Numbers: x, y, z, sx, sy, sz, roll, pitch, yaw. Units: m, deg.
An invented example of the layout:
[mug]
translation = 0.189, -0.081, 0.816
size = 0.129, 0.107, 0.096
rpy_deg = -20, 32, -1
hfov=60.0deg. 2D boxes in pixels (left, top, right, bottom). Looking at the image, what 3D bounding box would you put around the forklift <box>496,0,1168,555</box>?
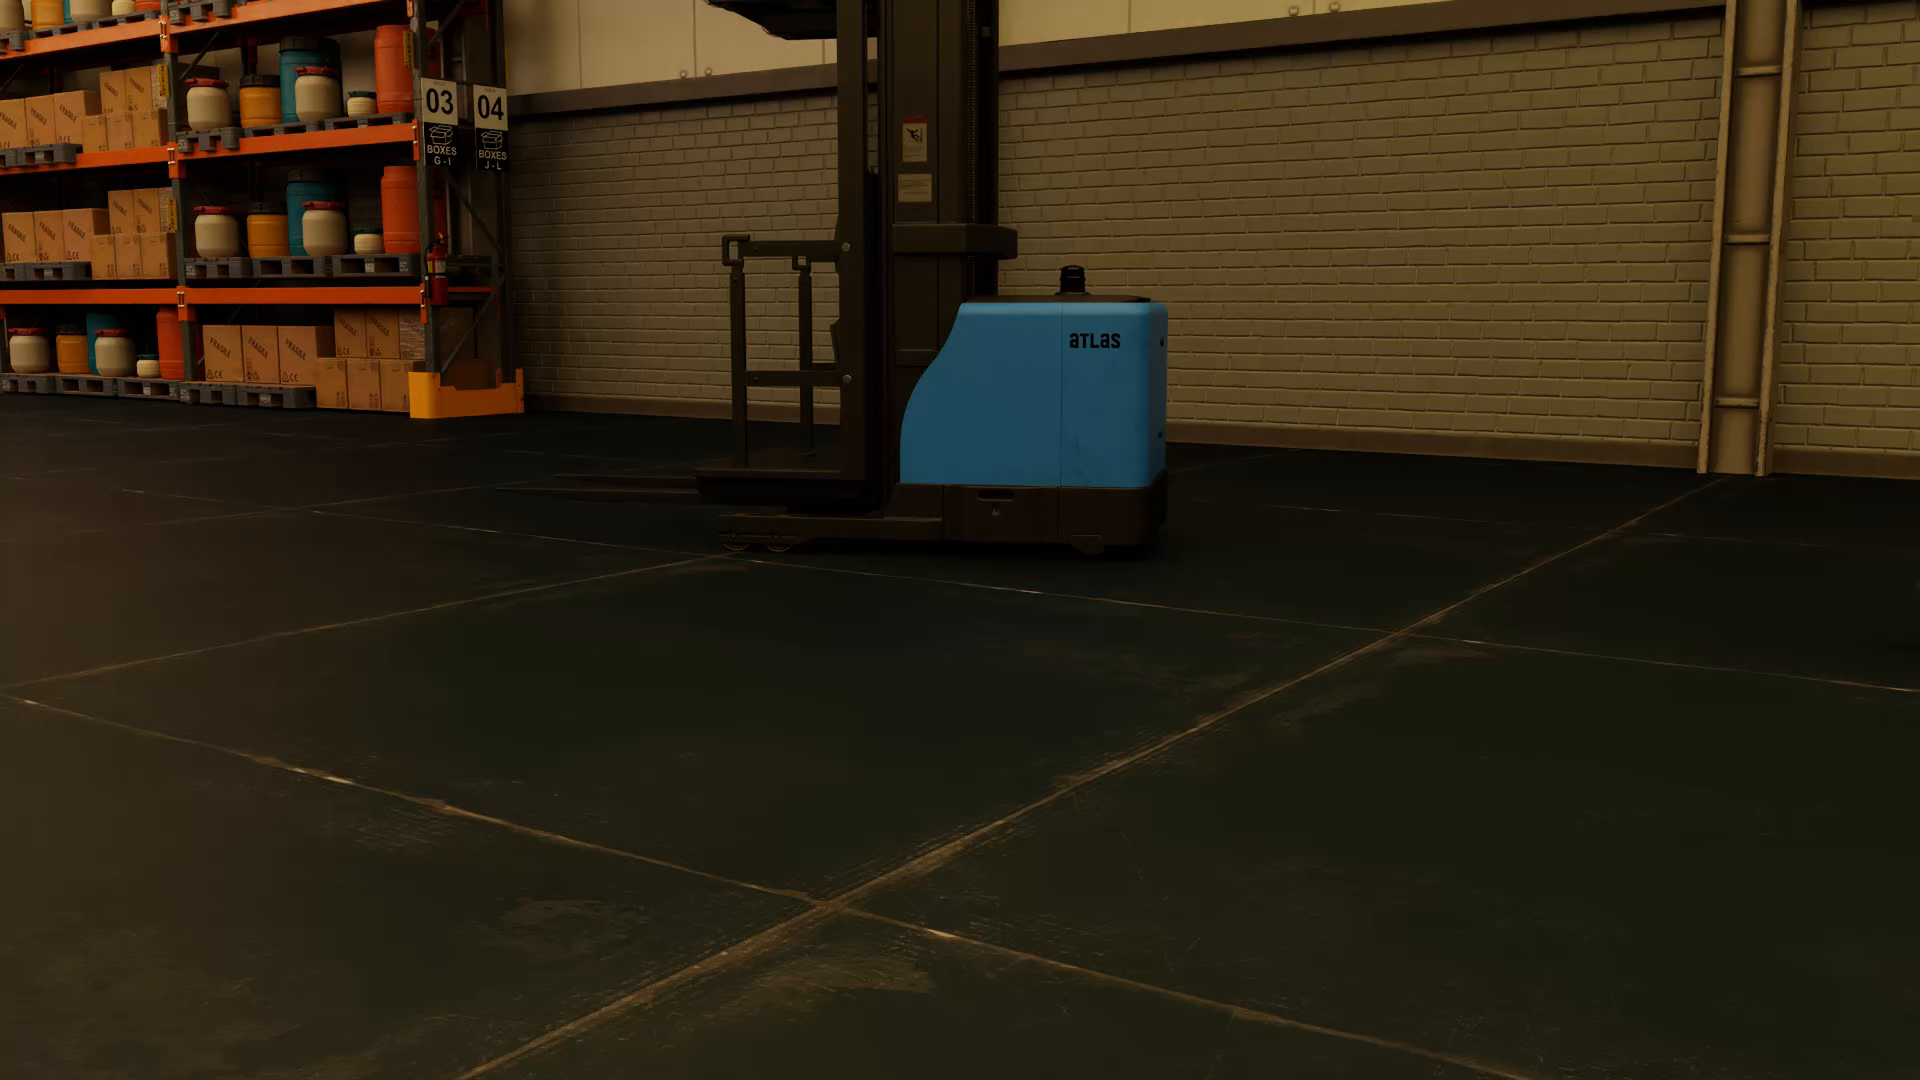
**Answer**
[forklift]
translation = -0.596, -1.469, 7.520
size = 3.031, 2.935, 1.130
rpy_deg = 2, 8, 12
